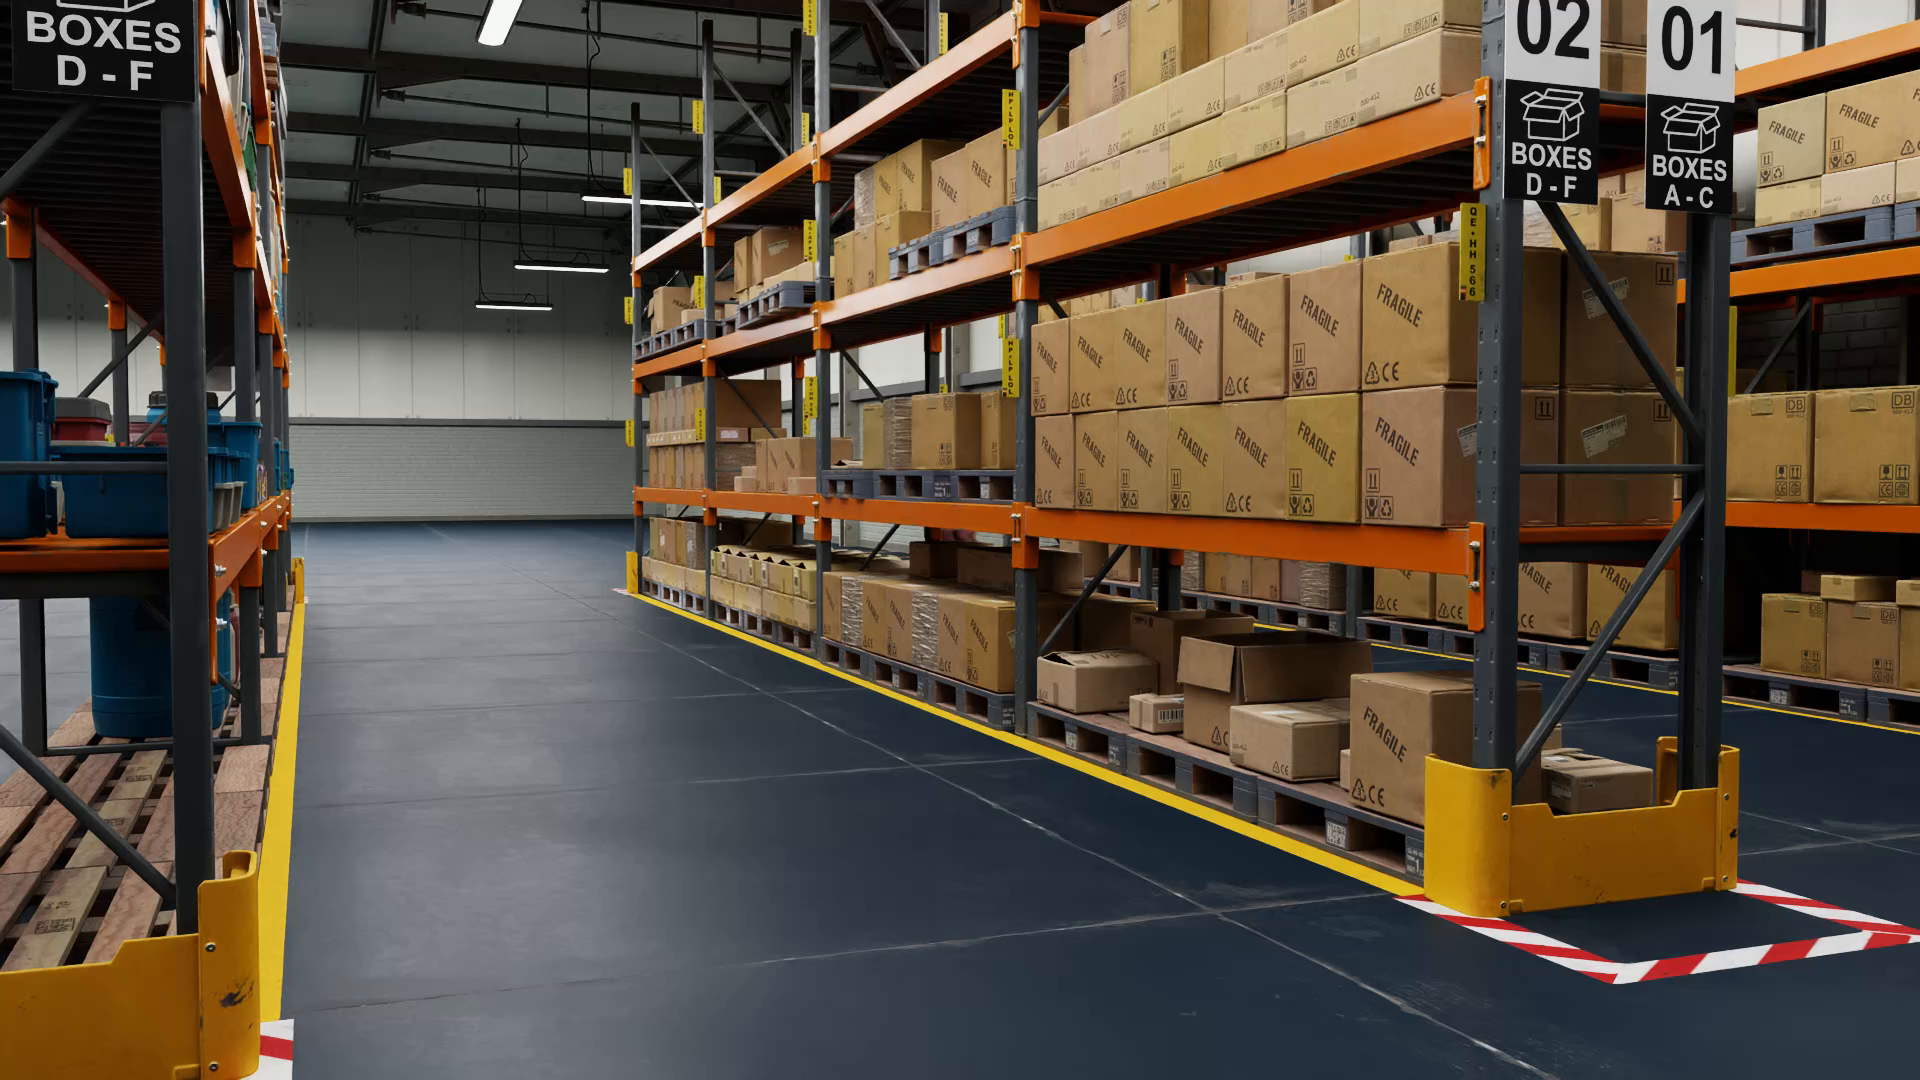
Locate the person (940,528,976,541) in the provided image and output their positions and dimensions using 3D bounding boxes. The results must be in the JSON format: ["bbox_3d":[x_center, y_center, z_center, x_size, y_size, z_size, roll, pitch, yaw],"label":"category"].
[{"bbox_3d":[-0.026,-0.060,18.168,0.458,1.748,0.417,1,3,22],"label":"person"}]
